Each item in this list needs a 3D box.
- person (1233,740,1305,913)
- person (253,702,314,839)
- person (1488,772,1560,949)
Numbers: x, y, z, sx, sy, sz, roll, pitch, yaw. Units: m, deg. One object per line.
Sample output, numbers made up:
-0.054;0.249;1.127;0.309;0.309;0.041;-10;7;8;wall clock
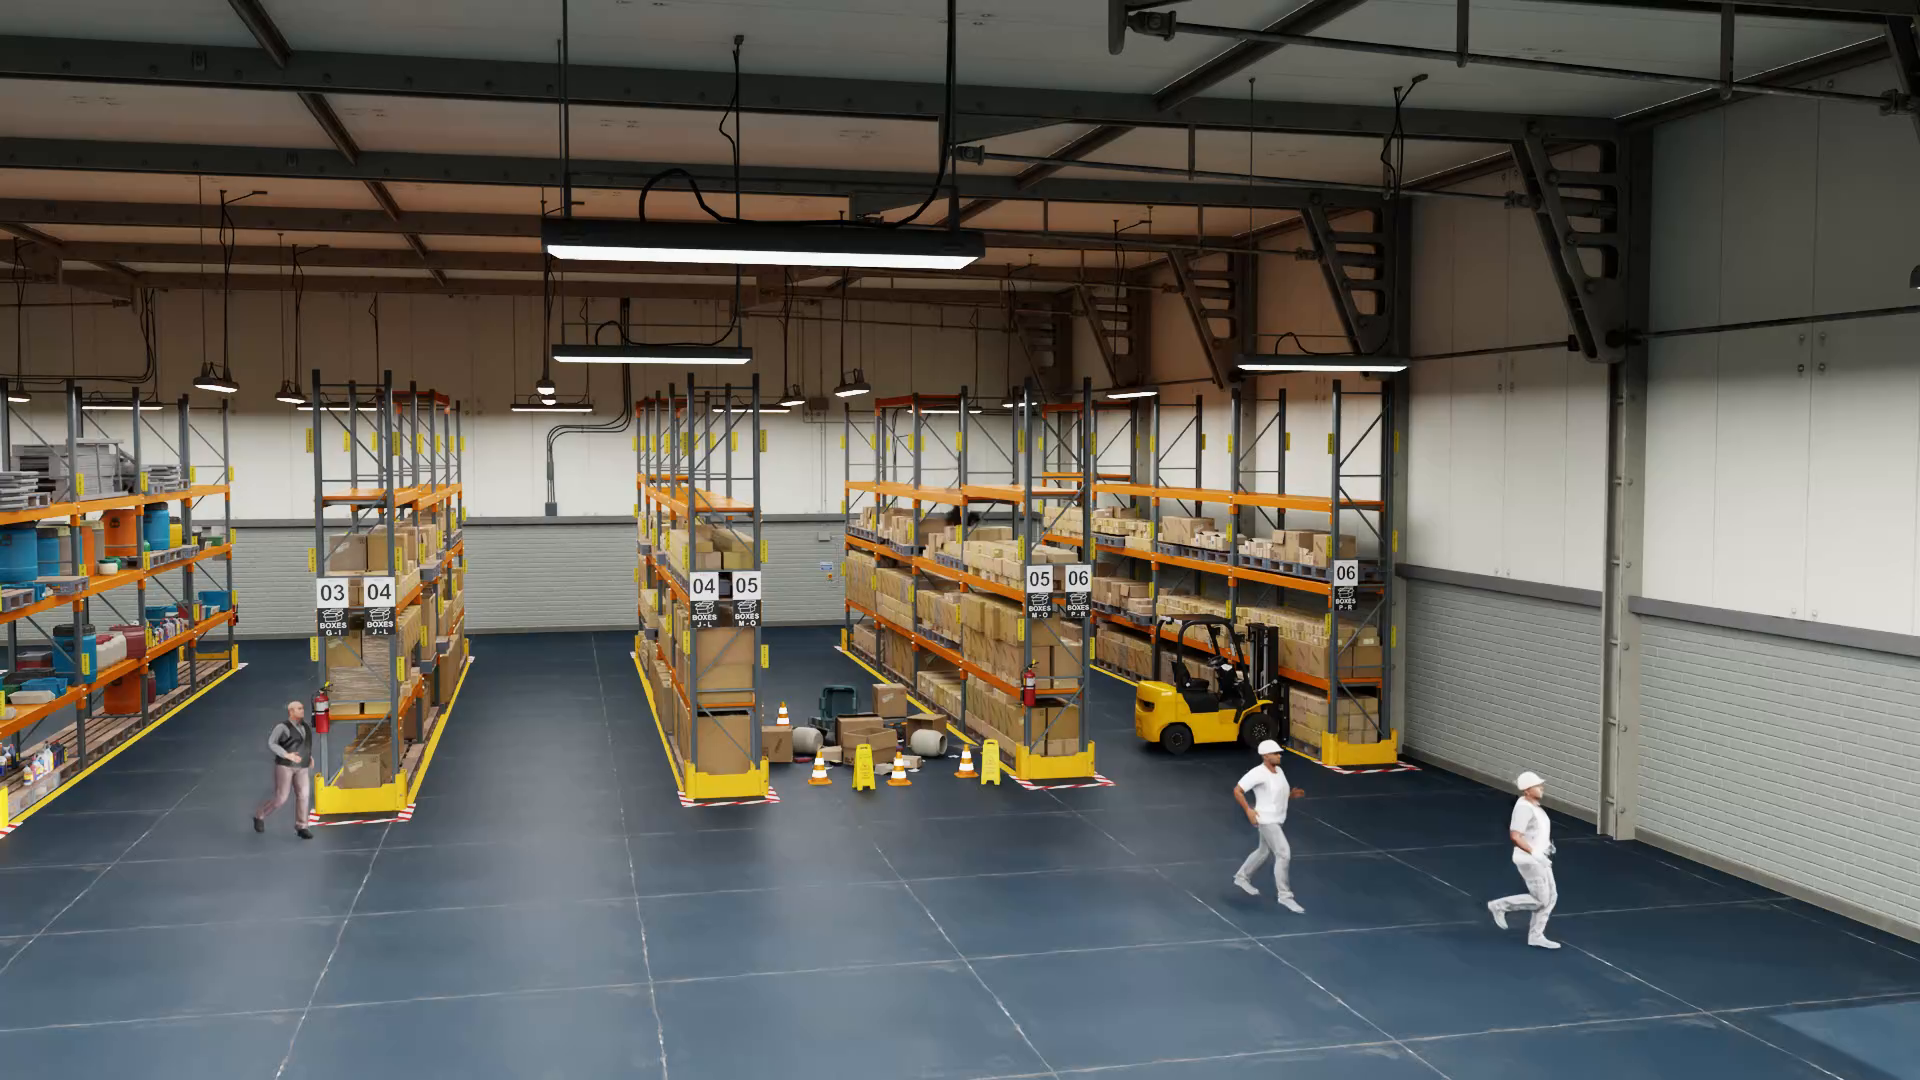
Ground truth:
3.354;3.065;18.003;0.868;1.809;0.685;2;4;32;person
-8.499;2.917;21.252;0.956;1.691;0.724;2;4;29;person
5.648;3.177;16.589;0.689;1.743;0.683;2;4;28;person
